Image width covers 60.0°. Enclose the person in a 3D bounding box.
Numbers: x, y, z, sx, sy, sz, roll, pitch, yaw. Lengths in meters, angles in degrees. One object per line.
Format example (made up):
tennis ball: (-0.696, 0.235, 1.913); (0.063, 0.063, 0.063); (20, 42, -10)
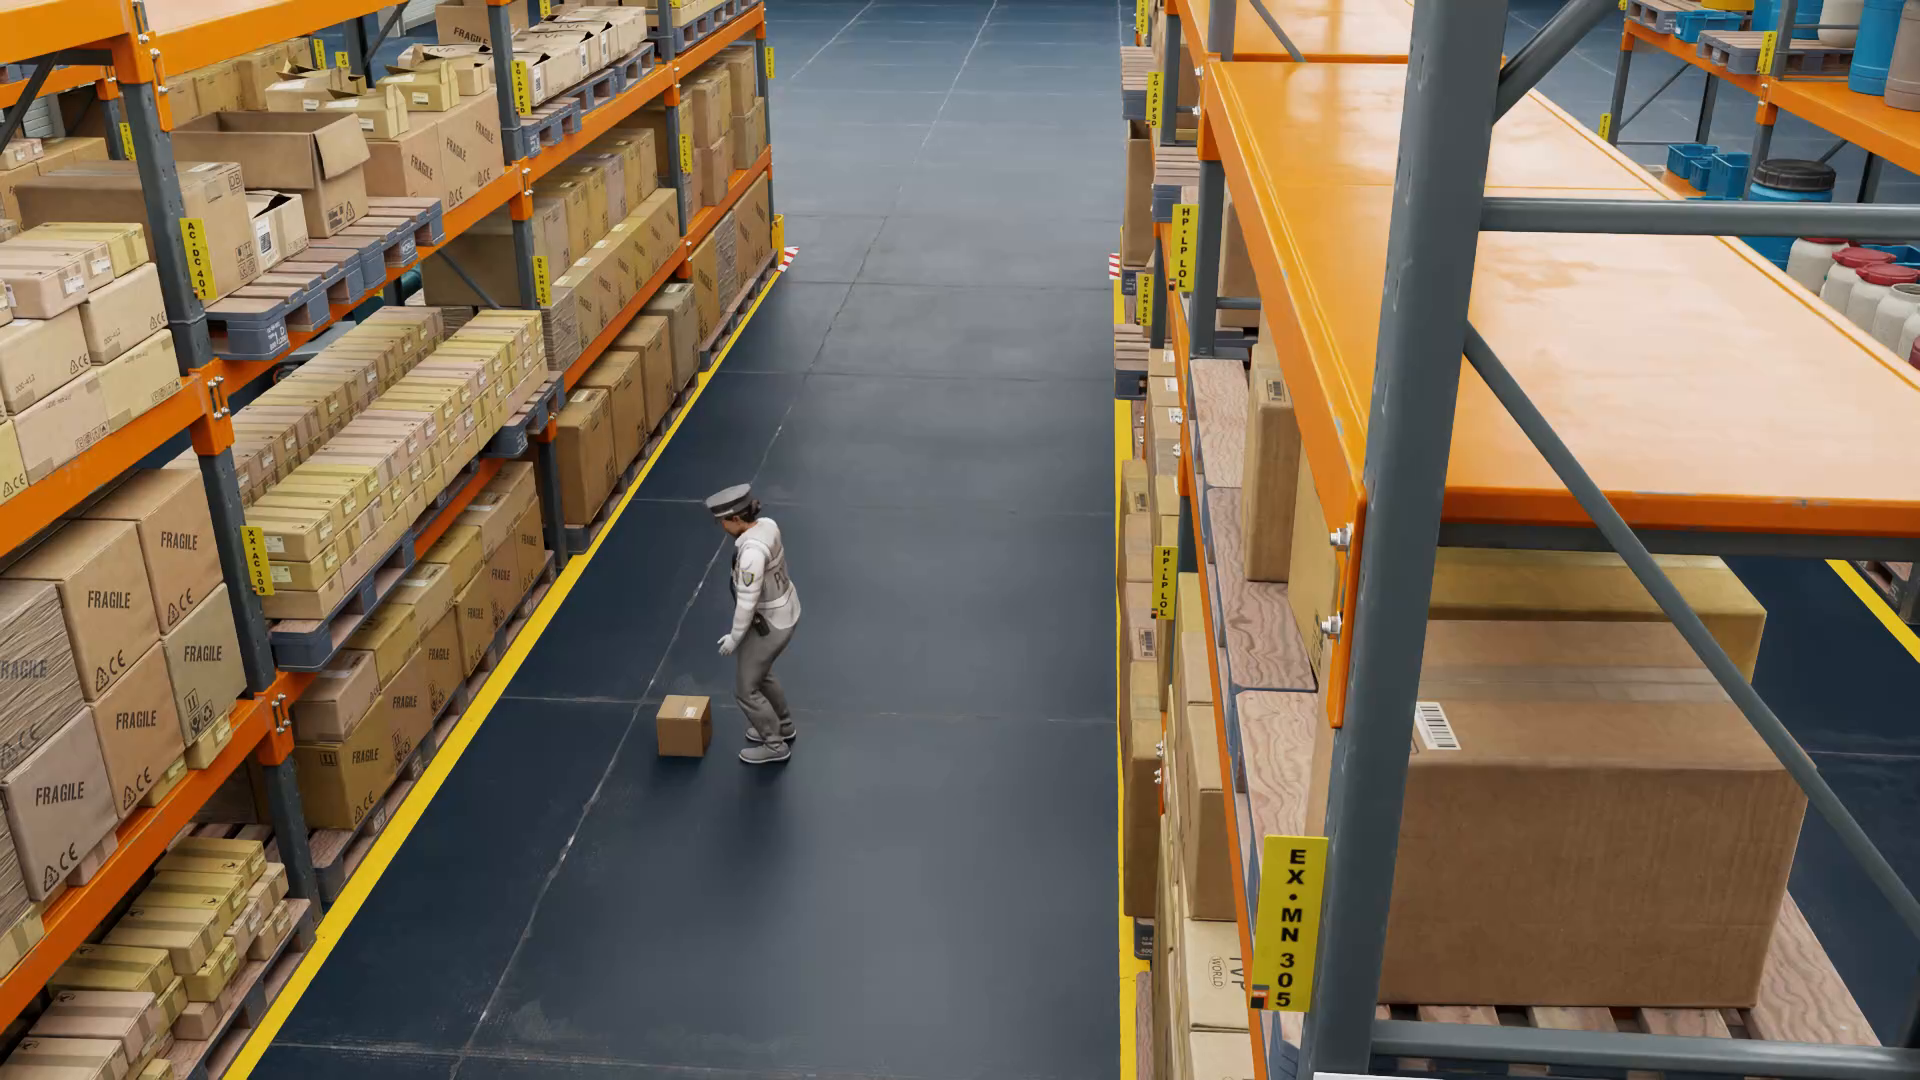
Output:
person: (-1.108, 0.463, 9.056); (0.465, 1.615, 0.504); (2, 25, 5)
